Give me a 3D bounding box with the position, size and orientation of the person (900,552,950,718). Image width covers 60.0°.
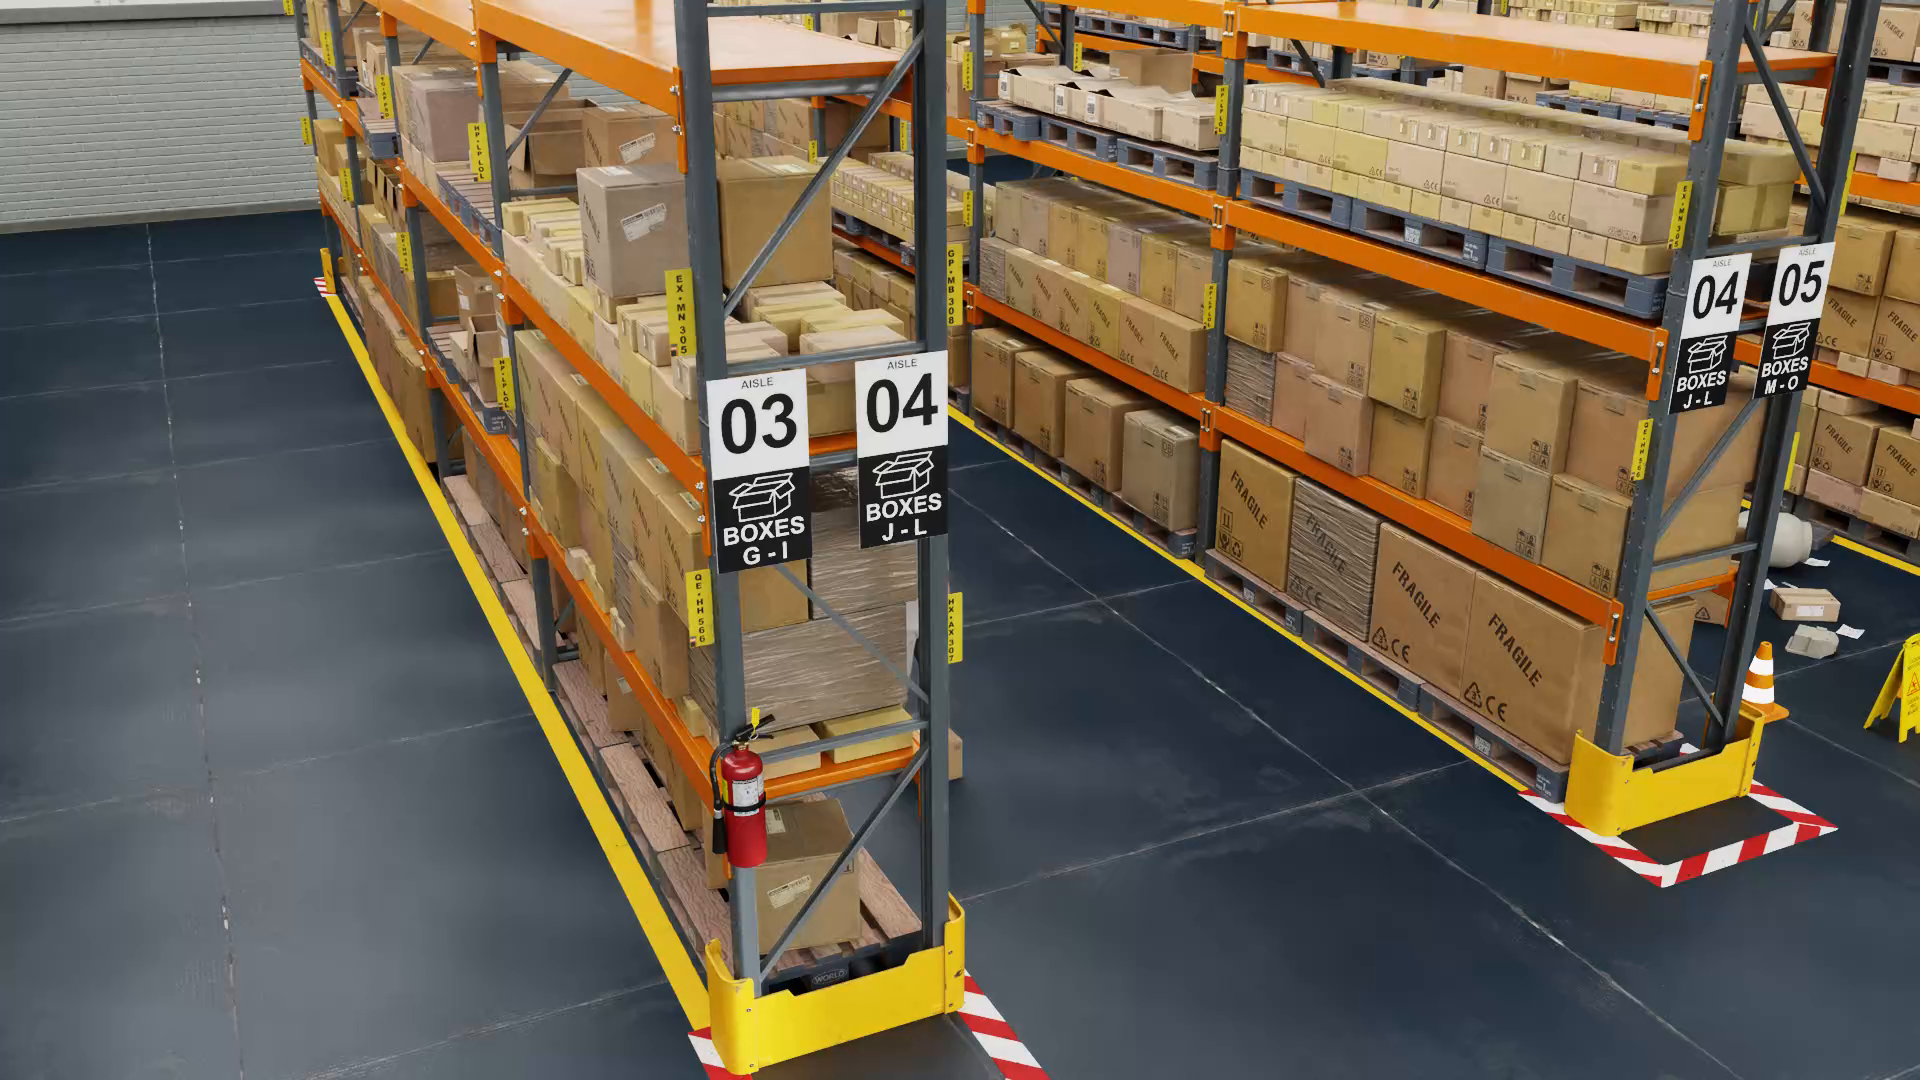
[{"bbox_3d":[-0.267,0.521,9.733,0.510,1.671,0.366,-12,25,-27],"label":"person"}]
